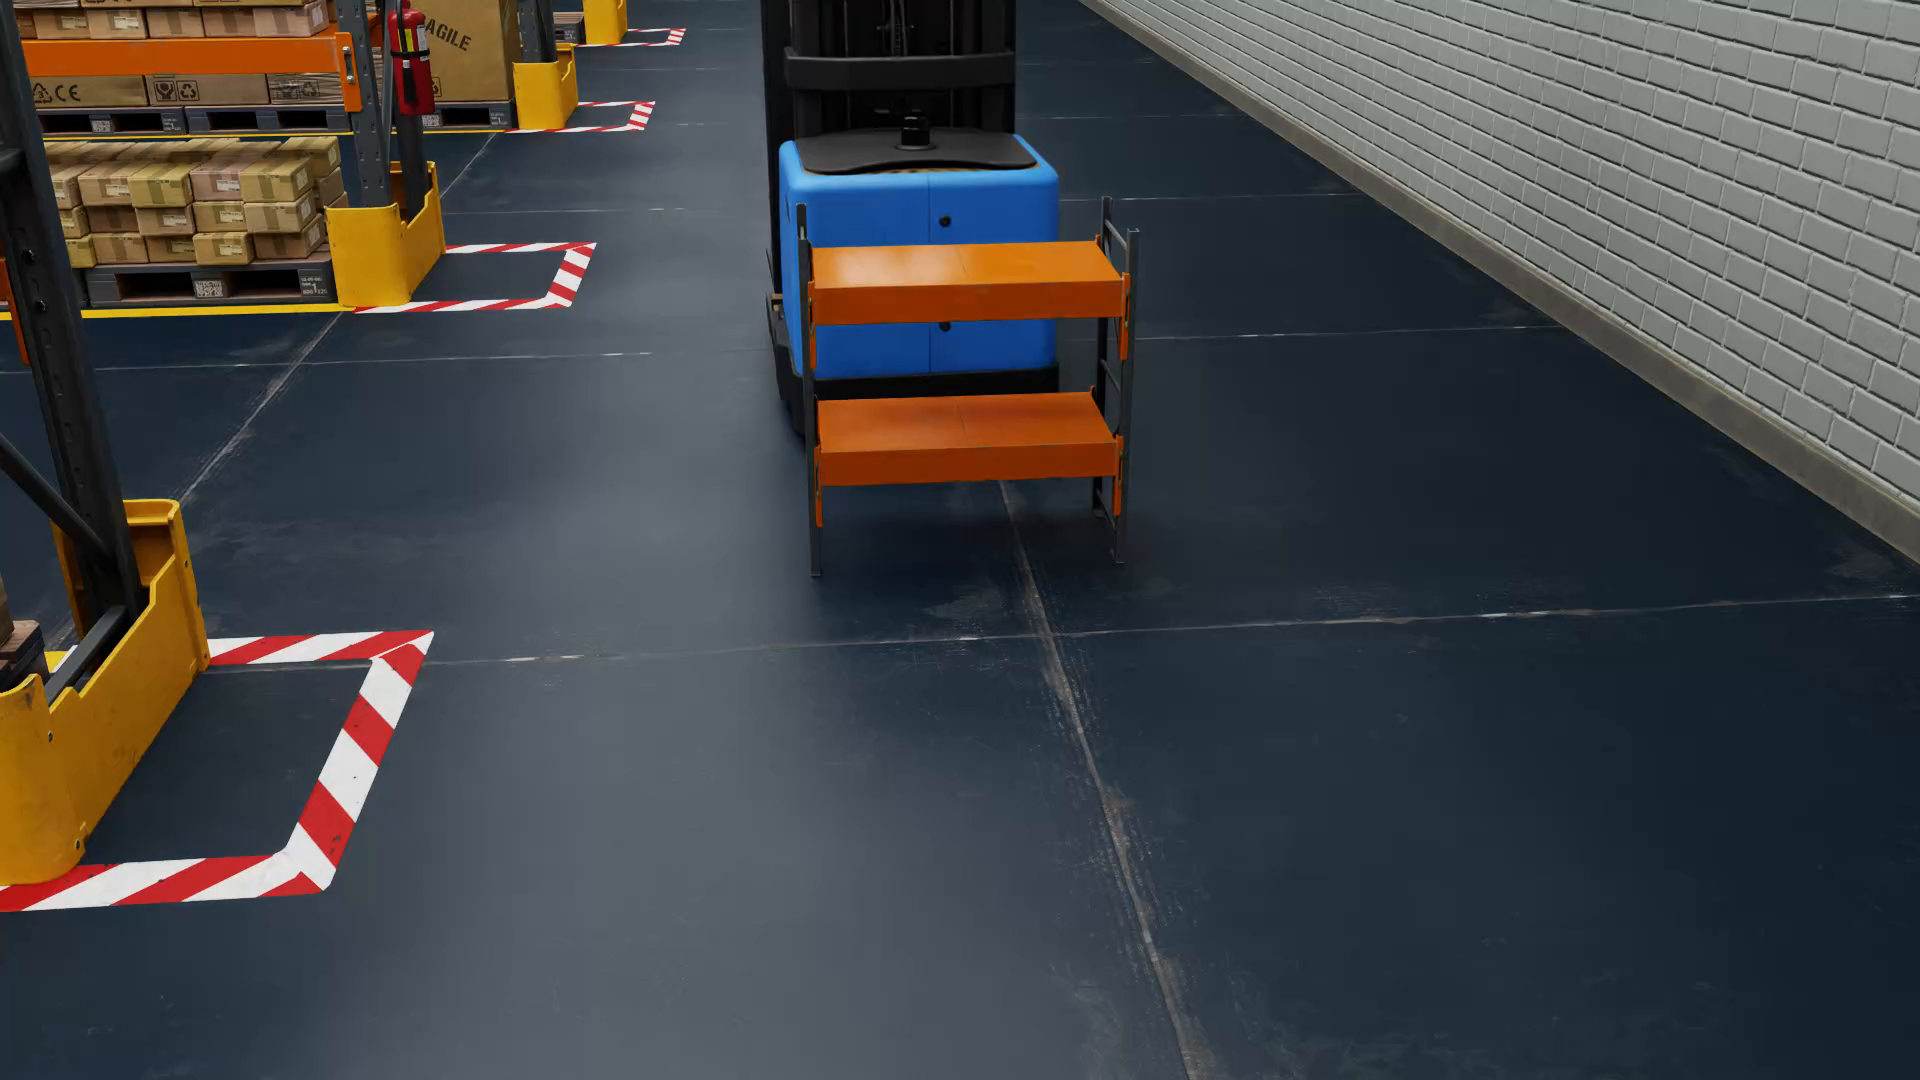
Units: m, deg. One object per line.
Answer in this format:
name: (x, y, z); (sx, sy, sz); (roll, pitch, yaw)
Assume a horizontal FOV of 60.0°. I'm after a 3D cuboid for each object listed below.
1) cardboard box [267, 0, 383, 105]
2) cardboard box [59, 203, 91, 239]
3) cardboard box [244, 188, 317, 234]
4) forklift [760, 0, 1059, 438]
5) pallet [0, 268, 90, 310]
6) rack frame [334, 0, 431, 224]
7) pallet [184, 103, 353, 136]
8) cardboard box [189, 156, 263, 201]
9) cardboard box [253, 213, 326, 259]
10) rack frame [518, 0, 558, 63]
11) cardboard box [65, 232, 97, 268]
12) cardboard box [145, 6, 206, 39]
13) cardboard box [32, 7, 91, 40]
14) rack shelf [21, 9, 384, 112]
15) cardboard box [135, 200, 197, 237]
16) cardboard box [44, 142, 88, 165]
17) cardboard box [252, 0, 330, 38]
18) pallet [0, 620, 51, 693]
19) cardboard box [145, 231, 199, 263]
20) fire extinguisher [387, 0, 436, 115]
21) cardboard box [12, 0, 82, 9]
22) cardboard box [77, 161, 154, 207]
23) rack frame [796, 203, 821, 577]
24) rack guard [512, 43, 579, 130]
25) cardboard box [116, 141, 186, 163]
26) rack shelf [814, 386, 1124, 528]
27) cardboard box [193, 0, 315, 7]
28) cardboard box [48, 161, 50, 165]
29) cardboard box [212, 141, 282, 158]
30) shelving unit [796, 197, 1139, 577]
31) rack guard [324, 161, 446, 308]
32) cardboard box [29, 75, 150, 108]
cardboard box: (-4.877, -3.922, 12.981); (0.875, 0.875, 0.875); (-2, 24, -5)
cardboard box: (-4.483, -1.628, 8.347); (0.250, 0.149, 0.380); (-2, 24, -4)
cardboard box: (-3.452, -1.675, 8.453); (0.250, 0.149, 0.380); (-3, 24, -7)
forklift: (-0.341, -2.303, 7.323); (1.130, 2.935, 3.031); (-4, 24, -8)
pallet: (-5.054, -1.444, 8.739); (1.213, 0.211, 1.003); (-2, 24, -5)
rack frame: (-2.955, -2.787, 8.327); (0.127, 3.000, 1.000); (-2, 24, -5)
pallet: (-5.342, -3.410, 13.163); (1.213, 0.211, 1.003); (-2, 24, -5)
cardboard box: (-3.713, -1.837, 8.451); (0.250, 0.149, 0.380); (-2, 24, -4)
cardboard box: (-3.459, -1.571, 8.584); (0.250, 0.149, 0.380); (-2, 24, -4)
rack frame: (-3.342, -4.796, 12.846); (0.127, 3.000, 1.000); (-2, 24, -5)
cardboard box: (-4.468, -1.493, 8.409); (0.250, 0.149, 0.380); (-3, 24, -8)
cardboard box: (-3.751, -2.534, 8.067); (0.250, 0.149, 0.380); (-3, 24, -6)
cardboard box: (-4.268, -2.516, 8.026); (0.250, 0.149, 0.380); (-3, 24, -7)
rack shelf: (-4.946, -2.378, 8.293); (4.000, 0.370, 1.077); (-2, 24, -5)
cardboard box: (-3.969, -1.654, 8.405); (0.250, 0.149, 0.380); (-3, 24, -7)
cardboard box: (-4.818, -2.004, 8.825); (0.250, 0.149, 0.380); (-2, 24, -4)
cardboard box: (-3.252, -2.545, 8.091); (0.250, 0.149, 0.380); (-2, 24, -5)
pallet: (-3.156, 0.548, 4.258); (1.213, 0.211, 1.003); (-2, 24, -5)
cardboard box: (-3.976, -1.544, 8.523); (0.250, 0.149, 0.380); (-2, 24, -5)
fire extinguisher: (-2.659, -2.405, 8.021); (0.183, 0.674, 0.296); (-2, 24, -5)
cardboard box: (-4.394, -2.804, 7.876); (0.500, 0.500, 0.500); (-2, 24, -5)
cardboard box: (-4.222, -1.791, 8.347); (0.250, 0.149, 0.380); (-3, 24, -7)
rack frame: (-0.499, -0.494, 5.476); (0.032, 1.125, 0.500); (-2, 24, -5)
rack guard: (-3.318, -3.654, 13.356); (0.348, 0.500, 1.175); (-2, 24, -5)
cardboard box: (-4.275, -2.003, 8.824); (0.250, 0.149, 0.380); (-3, 24, -8)
rack shelf: (0.007, -0.291, 5.621); (1.000, 0.278, 0.538); (-2, 24, -5)
cardboard box: (-3.377, -2.846, 7.972); (0.500, 0.500, 0.500); (-2, 24, -4)
cardboard box: (-4.757, -1.792, 8.349); (0.250, 0.149, 0.380); (-3, 24, -7)
cardboard box: (-3.773, -2.005, 8.827); (0.250, 0.149, 0.380); (-2, 24, -4)
shelving unit: (0.007, -0.514, 5.522); (1.048, 1.125, 0.538); (-2, 24, -5)
rack guard: (-3.031, -1.642, 8.828); (0.348, 0.500, 1.175); (-2, 24, -5)
cardboard box: (-6.658, -3.851, 12.820); (0.875, 0.875, 0.875); (-2, 24, -5)
